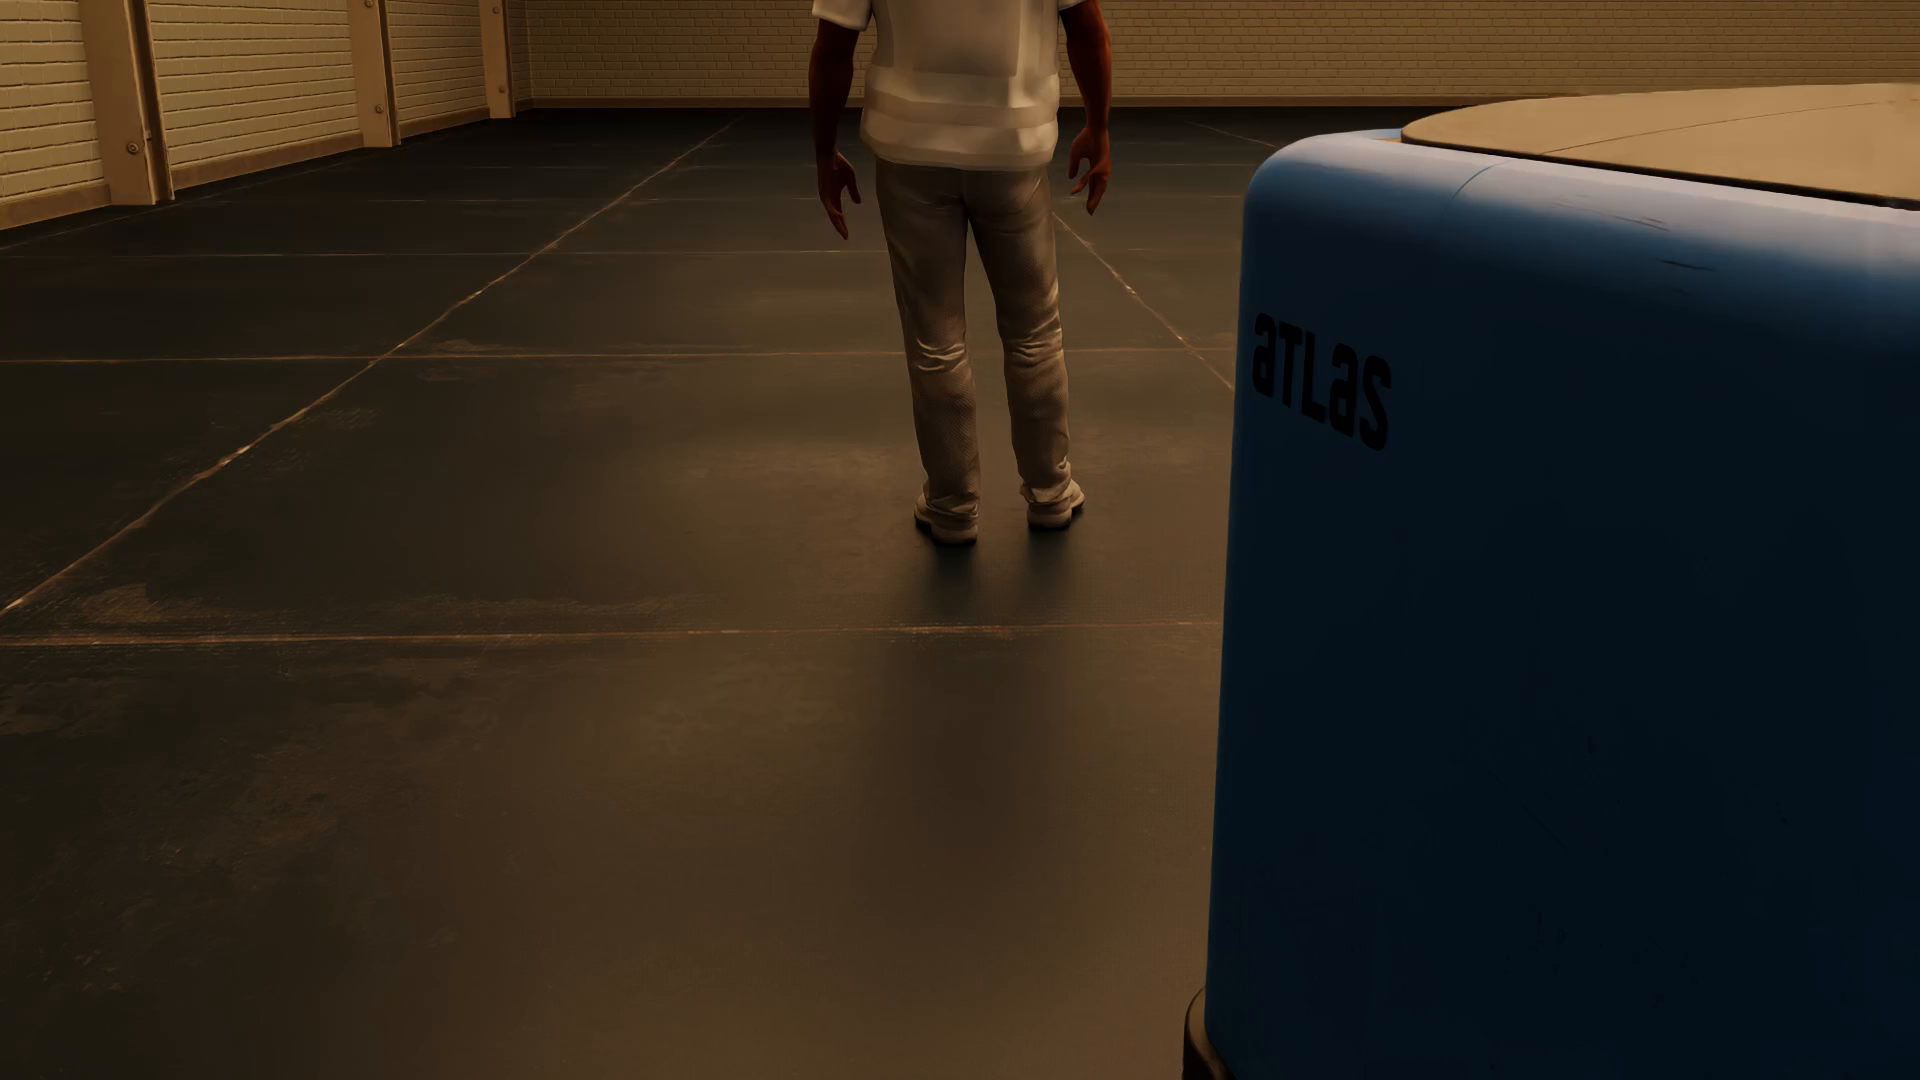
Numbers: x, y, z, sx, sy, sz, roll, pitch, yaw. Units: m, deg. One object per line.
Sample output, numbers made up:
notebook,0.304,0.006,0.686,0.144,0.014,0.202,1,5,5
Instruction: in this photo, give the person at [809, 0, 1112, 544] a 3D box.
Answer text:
person,0.003,-0.872,3.724,0.665,1.765,0.577,-1,17,-3
